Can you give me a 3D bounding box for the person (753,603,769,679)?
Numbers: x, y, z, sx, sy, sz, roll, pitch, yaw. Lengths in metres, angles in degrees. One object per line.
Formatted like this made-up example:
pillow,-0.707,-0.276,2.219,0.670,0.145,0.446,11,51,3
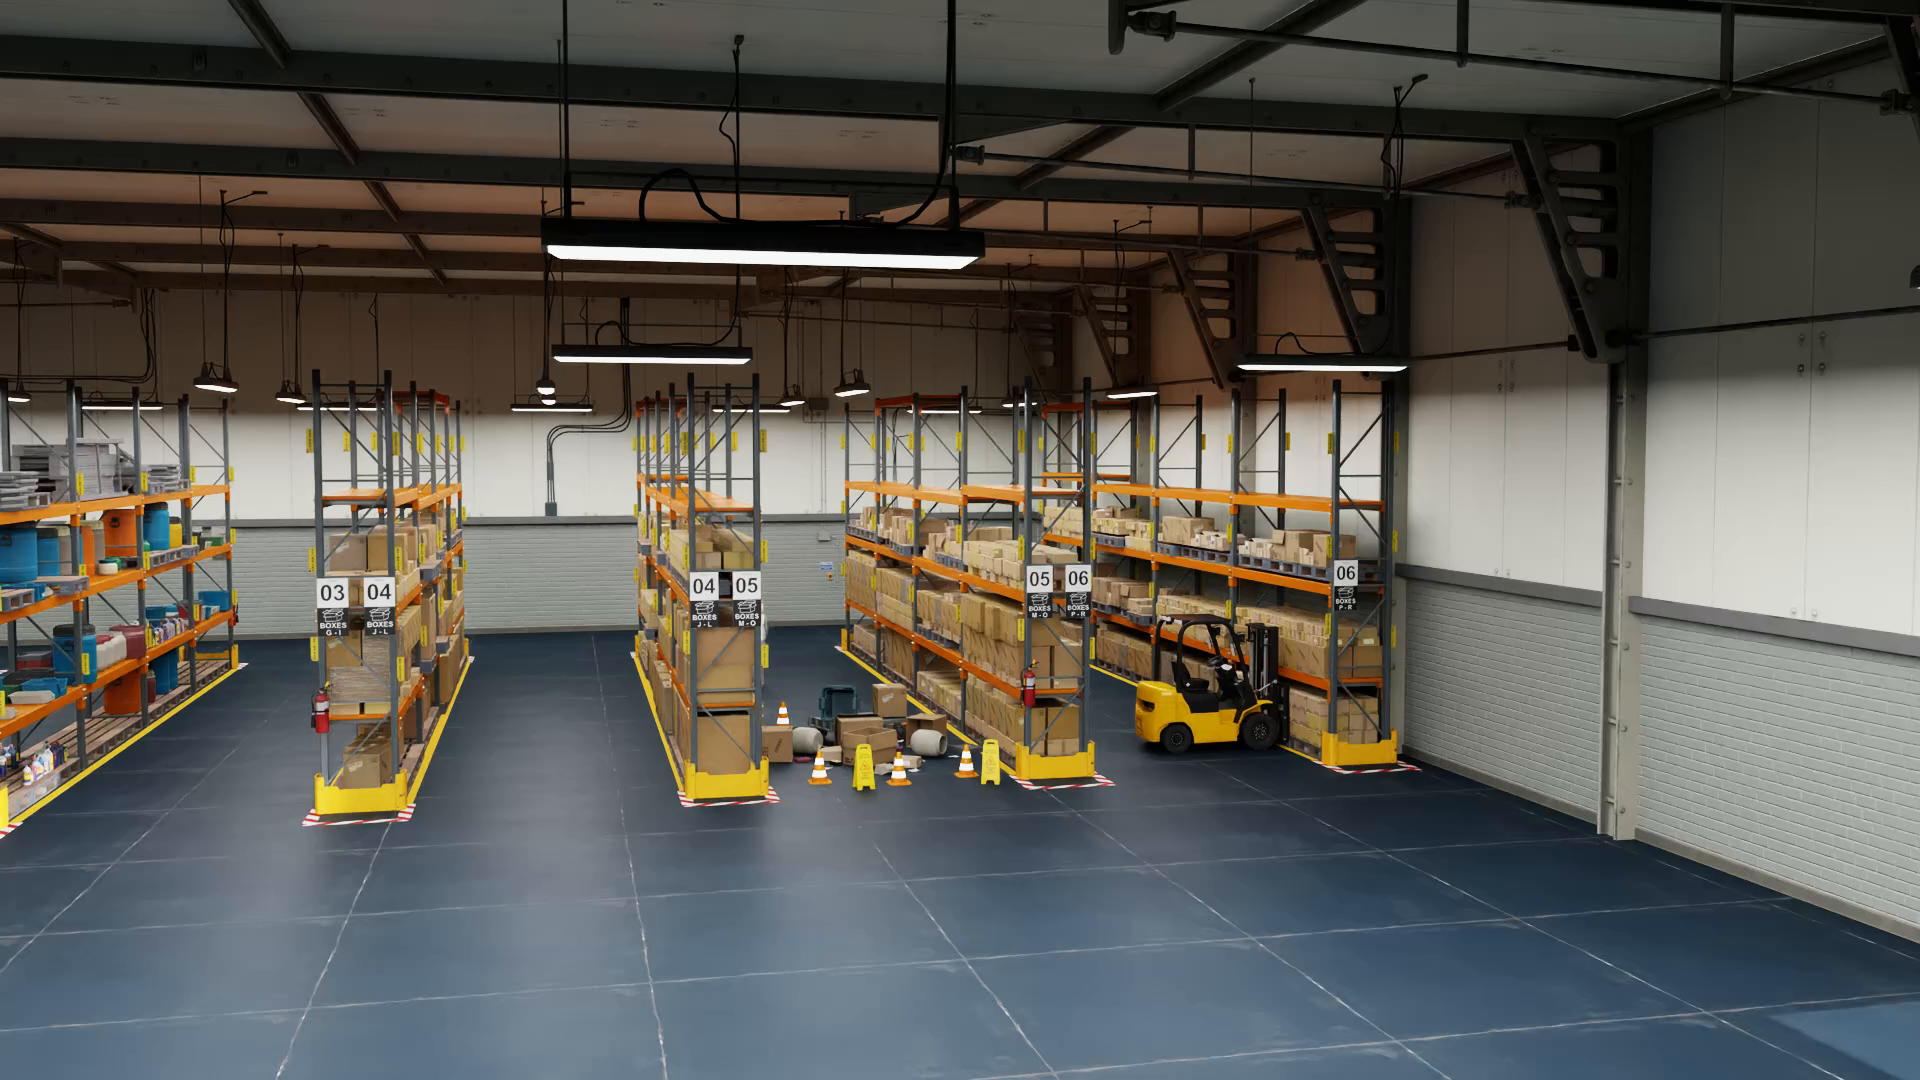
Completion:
person,-4.288,2.116,34.852,0.586,1.758,0.525,-1,3,-9
